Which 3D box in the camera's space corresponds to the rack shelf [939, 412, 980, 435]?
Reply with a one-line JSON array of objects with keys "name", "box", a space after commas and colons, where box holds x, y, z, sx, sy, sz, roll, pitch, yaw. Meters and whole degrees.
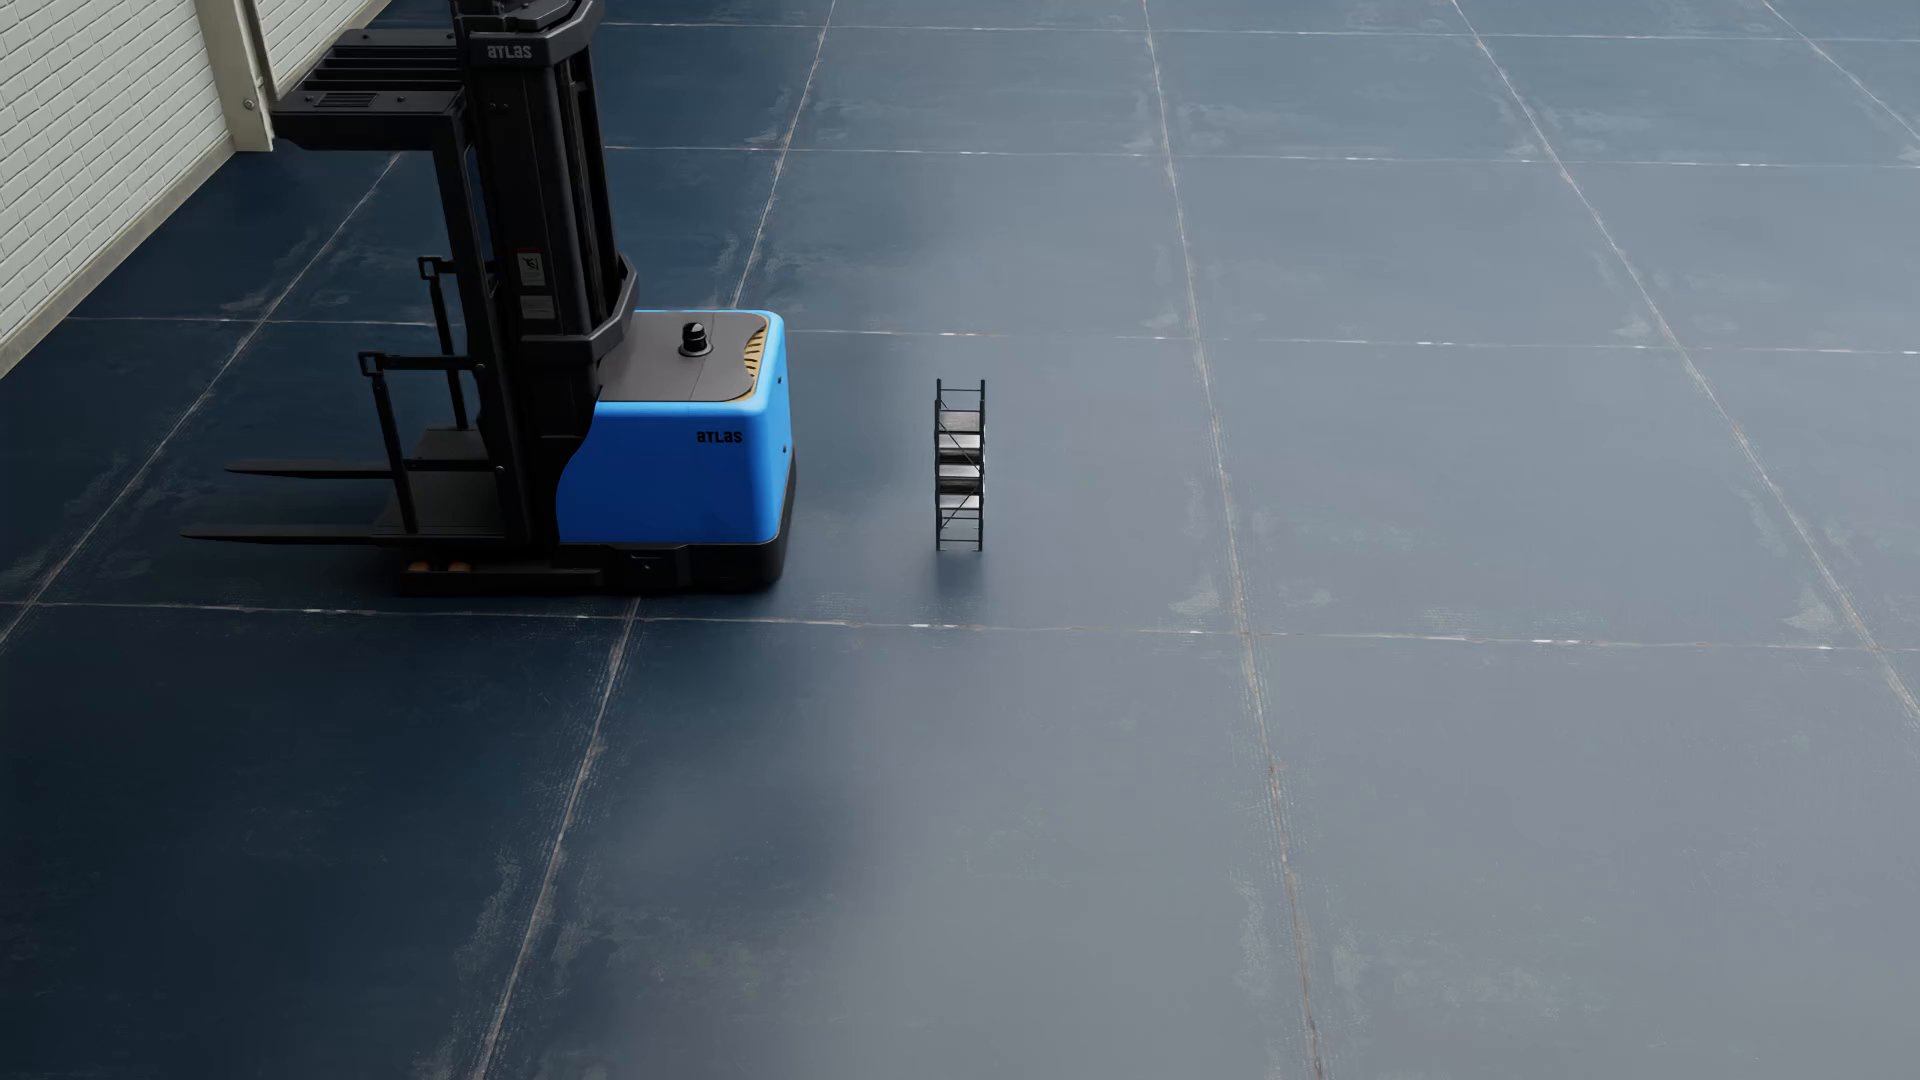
[{"name": "rack shelf", "box": [0.000, -0.583, 8.296, 0.221, 0.026, 0.190, 1, 35, 2]}]

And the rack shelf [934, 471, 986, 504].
[{"name": "rack shelf", "box": [0.000, -0.272, 8.515, 0.258, 0.077, 0.200, 1, 35, 2]}]

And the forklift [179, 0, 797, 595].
[{"name": "forklift", "box": [-2.405, -1.203, 7.913, 3.031, 2.867, 1.129, 0, 35, 0]}]

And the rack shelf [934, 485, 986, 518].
[{"name": "rack shelf", "box": [0.000, -0.198, 8.566, 0.258, 0.077, 0.200, 1, 35, 2]}]

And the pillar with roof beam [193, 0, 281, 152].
[{"name": "pillar with roof beam", "box": [-1.244, -6.743, 10.464, 9.100, 9.000, 0.400, 1, 35, 2]}]

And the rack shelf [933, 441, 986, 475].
[{"name": "rack shelf", "box": [0.000, -0.419, 8.411, 0.258, 0.077, 0.200, 1, 35, 2]}]

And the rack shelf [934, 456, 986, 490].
[{"name": "rack shelf", "box": [0.000, -0.346, 8.463, 0.258, 0.077, 0.200, 1, 35, 2]}]

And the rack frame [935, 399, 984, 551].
[{"name": "rack frame", "box": [-0.004, -0.314, 8.360, 0.240, 0.900, 0.006, 1, 35, 2]}]

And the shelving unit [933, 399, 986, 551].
[{"name": "shelving unit", "box": [0.000, -0.371, 8.442, 0.258, 0.900, 0.205, 1, 35, 2]}]

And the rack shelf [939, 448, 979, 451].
[{"name": "rack shelf", "box": [0.000, -0.505, 8.351, 0.199, 0.015, 0.184, 1, 35, 2]}]
